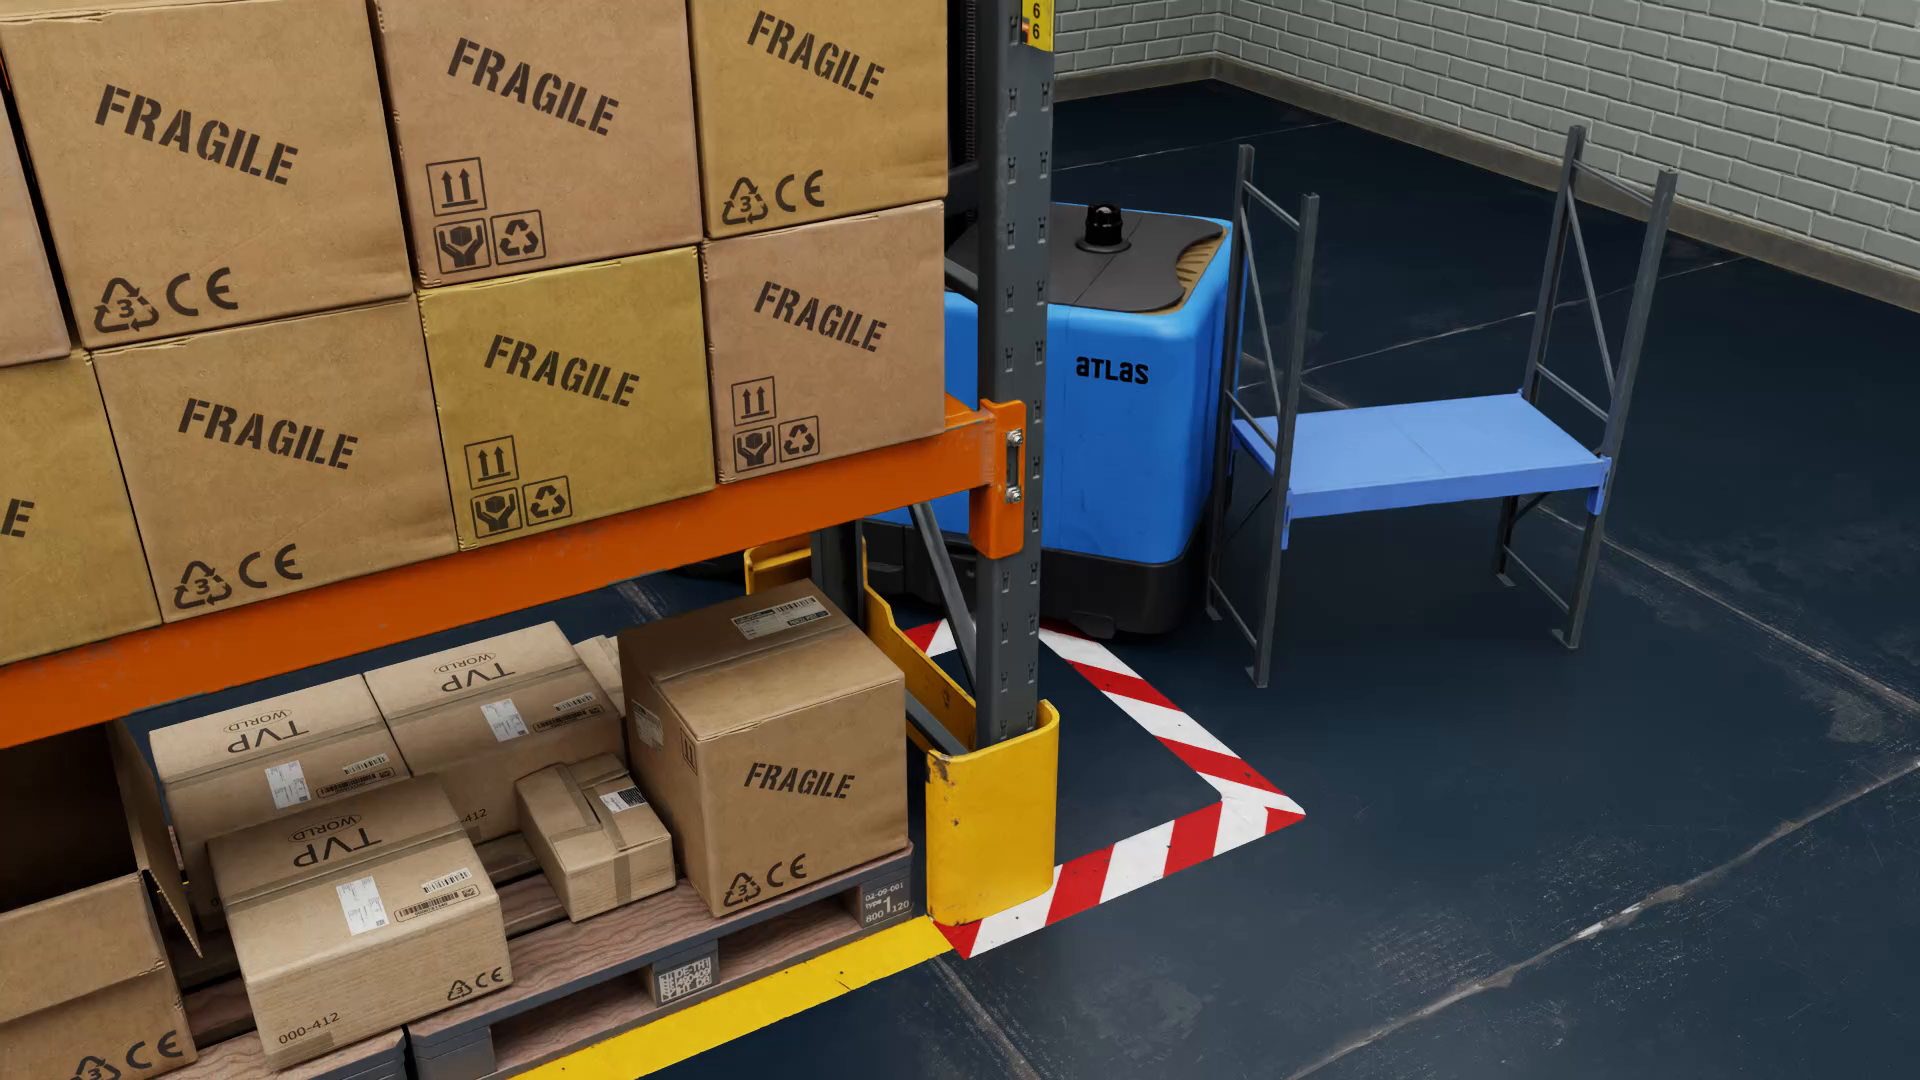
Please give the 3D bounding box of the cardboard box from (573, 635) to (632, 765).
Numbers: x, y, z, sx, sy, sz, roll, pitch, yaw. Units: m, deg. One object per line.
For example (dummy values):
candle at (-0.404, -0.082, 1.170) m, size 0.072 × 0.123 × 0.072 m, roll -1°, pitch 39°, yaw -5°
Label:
cardboard box at (-0.869, 0.403, 4.391) m, size 0.250 × 0.166 × 0.380 m, roll -16°, pitch 33°, yaw -26°

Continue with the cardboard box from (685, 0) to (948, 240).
cardboard box at (-0.363, -0.923, 3.180) m, size 0.500 × 0.500 × 0.500 m, roll -16°, pitch 33°, yaw -27°

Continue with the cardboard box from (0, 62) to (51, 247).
cardboard box at (-1.953, -0.771, 2.905) m, size 0.500 × 0.500 × 0.500 m, roll -16°, pitch 33°, yaw -27°

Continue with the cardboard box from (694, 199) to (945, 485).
cardboard box at (-0.367, -0.486, 3.422) m, size 0.500 × 0.500 × 0.500 m, roll -15°, pitch 32°, yaw -25°

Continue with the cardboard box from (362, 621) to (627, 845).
cardboard box at (-1.162, 0.484, 4.160) m, size 0.500 × 0.250 × 0.500 m, roll -16°, pitch 33°, yaw -26°

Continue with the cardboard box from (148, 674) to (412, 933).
cardboard box at (-1.593, 0.606, 3.938) m, size 0.500 × 0.250 × 0.500 m, roll -16°, pitch 33°, yaw -26°

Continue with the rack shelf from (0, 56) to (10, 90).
rack shelf at (-4.355, -1.923, 6.875) m, size 4.000 × 0.370 × 1.077 m, roll -16°, pitch 33°, yaw -26°

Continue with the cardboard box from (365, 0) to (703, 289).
cardboard box at (-0.798, -0.799, 2.955) m, size 0.500 × 0.500 × 0.500 m, roll -15°, pitch 32°, yaw -25°

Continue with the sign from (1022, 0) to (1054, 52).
sign at (0.146, -1.074, 3.066) m, size 0.005 × 0.325 × 0.100 m, roll -16°, pitch 33°, yaw -26°

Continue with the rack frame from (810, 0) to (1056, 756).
rack frame at (-0.118, -0.665, 3.850) m, size 0.127 × 3.000 × 1.000 m, roll -16°, pitch 33°, yaw -26°

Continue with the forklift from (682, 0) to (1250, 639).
forklift at (-0.619, -1.393, 5.241) m, size 3.031 × 2.935 × 1.130 m, roll 9°, pitch 30°, yaw 16°

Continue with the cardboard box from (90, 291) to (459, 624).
cardboard box at (-1.245, -0.237, 2.972) m, size 0.500 × 0.500 × 0.500 m, roll -16°, pitch 32°, yaw -26°

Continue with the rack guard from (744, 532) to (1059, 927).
rack guard at (-0.184, 0.448, 4.421) m, size 0.348 × 0.500 × 1.175 m, roll -16°, pitch 33°, yaw -26°

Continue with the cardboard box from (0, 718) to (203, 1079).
cardboard box at (-1.950, 0.753, 3.410) m, size 0.637 × 0.503 × 0.797 m, roll -16°, pitch 33°, yaw -26°

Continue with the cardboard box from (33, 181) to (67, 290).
cardboard box at (-1.943, -0.338, 3.155) m, size 0.500 × 0.500 × 0.500 m, roll -15°, pitch 32°, yaw -26°

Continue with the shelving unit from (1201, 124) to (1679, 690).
shelving unit at (1.344, -0.383, 4.892) m, size 1.048 × 1.500 × 0.538 m, roll -6°, pitch 29°, yaw -11°

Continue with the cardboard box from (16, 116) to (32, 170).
cardboard box at (-4.049, -1.754, 7.305) m, size 0.250 × 0.149 × 0.380 m, roll -15°, pitch 32°, yaw -26°

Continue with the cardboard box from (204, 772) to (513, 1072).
cardboard box at (-1.297, 0.802, 3.583) m, size 0.500 × 0.250 × 0.500 m, roll -16°, pitch 33°, yaw -26°

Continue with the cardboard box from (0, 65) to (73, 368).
cardboard box at (-1.685, -0.544, 2.494) m, size 0.500 × 0.500 × 0.500 m, roll -15°, pitch 32°, yaw -25°

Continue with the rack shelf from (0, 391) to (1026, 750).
rack shelf at (-1.843, 0.140, 3.137) m, size 4.000 × 0.370 × 1.077 m, roll -16°, pitch 33°, yaw -26°

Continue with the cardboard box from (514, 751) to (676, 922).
cardboard box at (-0.857, 0.680, 3.890) m, size 0.250 × 0.166 × 0.380 m, roll -16°, pitch 33°, yaw -26°

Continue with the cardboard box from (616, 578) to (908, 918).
cardboard box at (-0.462, 0.473, 3.921) m, size 0.500 × 0.500 × 0.500 m, roll -16°, pitch 33°, yaw -26°

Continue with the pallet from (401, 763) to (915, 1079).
pallet at (-0.871, 0.770, 4.136) m, size 1.213 × 0.211 × 1.003 m, roll -16°, pitch 33°, yaw -26°

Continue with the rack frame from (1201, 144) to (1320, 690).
rack frame at (0.847, -0.331, 4.797) m, size 0.032 × 1.500 × 0.500 m, roll -6°, pitch 29°, yaw -11°

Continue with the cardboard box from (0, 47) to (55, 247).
cardboard box at (-1.515, -0.896, 3.131) m, size 0.500 × 0.500 × 0.500 m, roll -15°, pitch 32°, yaw -26°

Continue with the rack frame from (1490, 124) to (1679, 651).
rack frame at (1.840, -0.435, 4.986) m, size 0.032 × 1.500 × 0.500 m, roll -6°, pitch 29°, yaw -11°

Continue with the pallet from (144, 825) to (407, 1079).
pallet at (-1.921, 1.067, 3.599) m, size 1.213 × 0.211 × 1.003 m, roll -16°, pitch 33°, yaw -26°

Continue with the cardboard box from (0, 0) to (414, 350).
cardboard box at (-1.242, -0.670, 2.721) m, size 0.500 × 0.500 × 0.500 m, roll -15°, pitch 32°, yaw -25°

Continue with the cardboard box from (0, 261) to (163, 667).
cardboard box at (-1.679, -0.114, 2.749) m, size 0.500 × 0.500 × 0.500 m, roll -16°, pitch 33°, yaw -27°

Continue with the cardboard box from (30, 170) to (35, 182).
cardboard box at (-4.049, -1.358, 7.259) m, size 0.500 × 0.500 × 0.700 m, roll -17°, pitch 33°, yaw -28°

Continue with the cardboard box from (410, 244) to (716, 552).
cardboard box at (-0.812, -0.357, 3.189) m, size 0.500 × 0.500 × 0.500 m, roll -16°, pitch 32°, yaw -26°

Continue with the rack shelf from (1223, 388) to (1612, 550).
rack shelf at (1.344, -0.225, 4.978) m, size 1.000 × 0.185 × 0.538 m, roll -6°, pitch 29°, yaw -11°
